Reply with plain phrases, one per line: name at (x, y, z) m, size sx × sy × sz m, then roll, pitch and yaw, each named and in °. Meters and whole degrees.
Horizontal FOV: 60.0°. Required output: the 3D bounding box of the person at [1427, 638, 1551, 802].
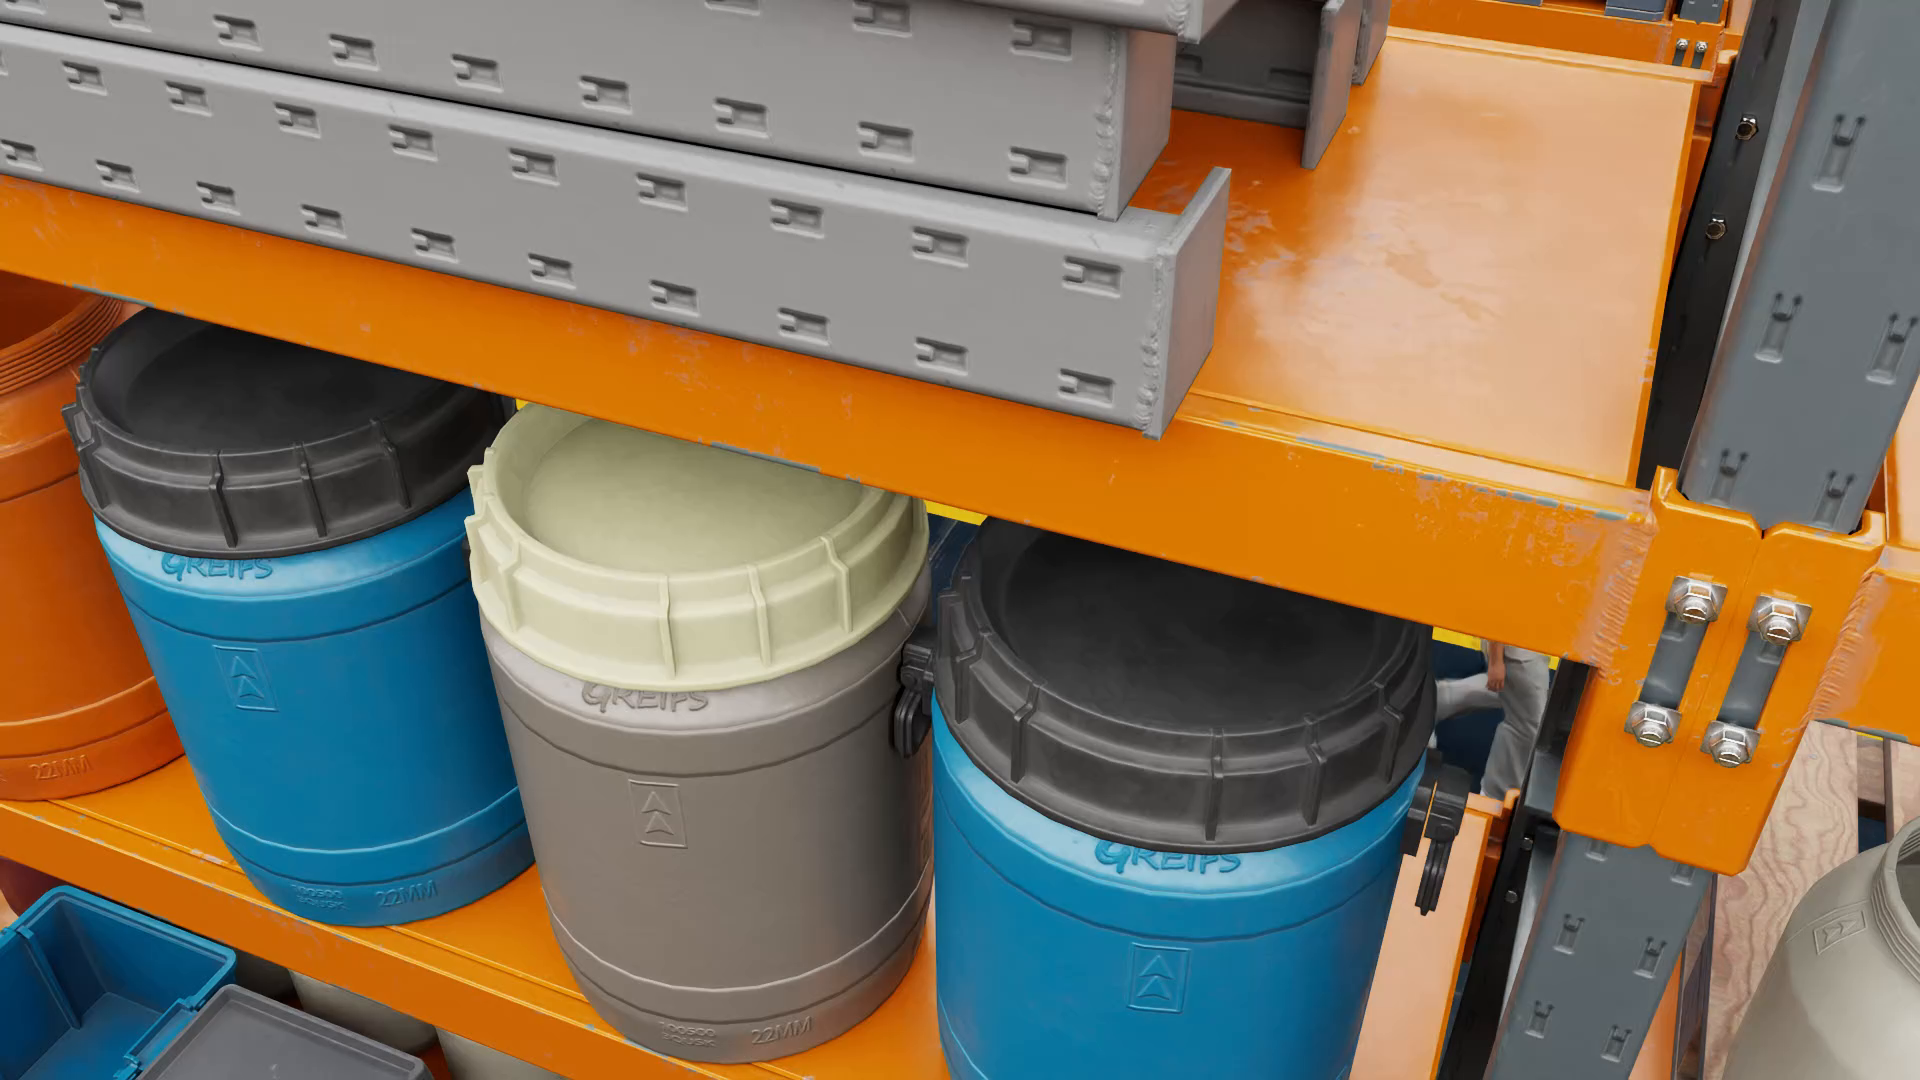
person at (2.039, 0.334, 6.201) m, size 0.734 × 1.644 × 0.449 m, roll 18°, pitch 41°, yaw 22°
